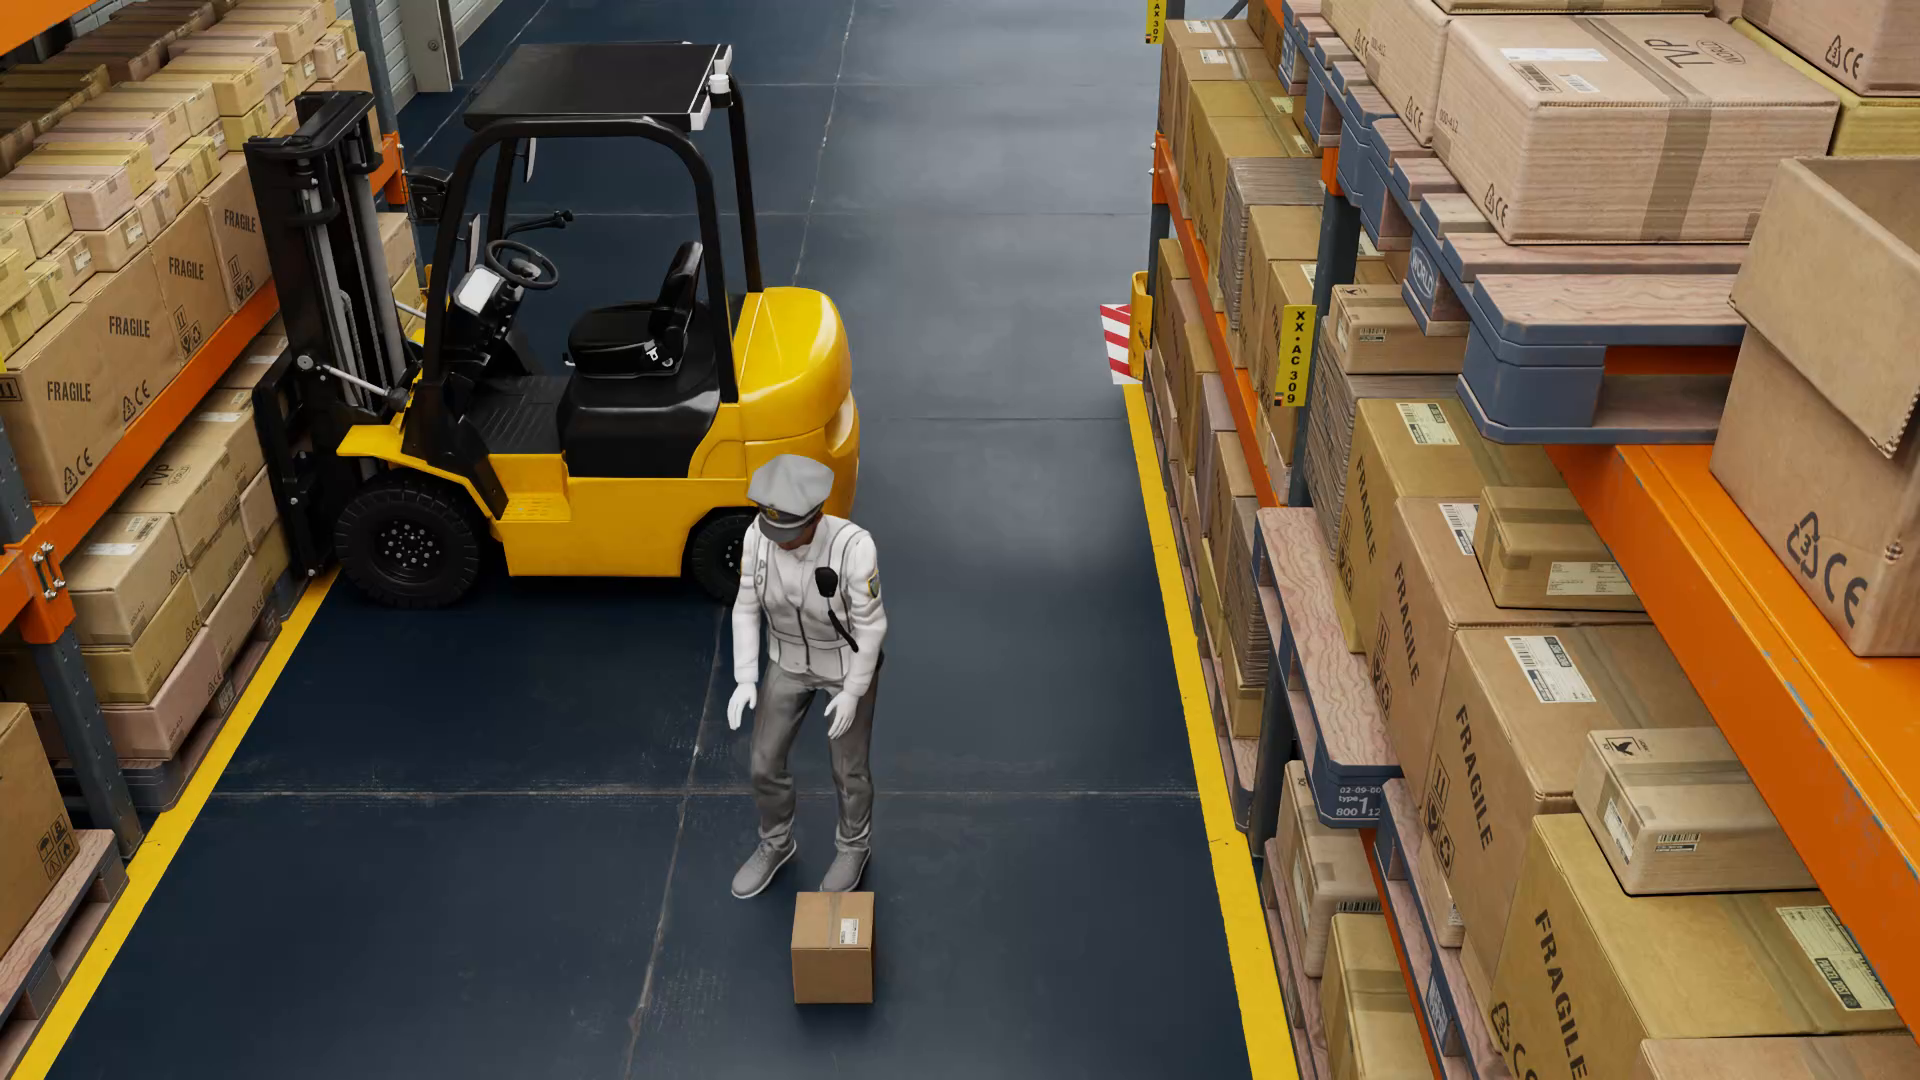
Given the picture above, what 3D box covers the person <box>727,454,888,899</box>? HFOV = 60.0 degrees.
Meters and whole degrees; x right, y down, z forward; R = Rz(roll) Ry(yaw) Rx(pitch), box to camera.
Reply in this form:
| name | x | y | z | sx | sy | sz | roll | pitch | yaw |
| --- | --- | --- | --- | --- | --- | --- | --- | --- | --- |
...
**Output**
| name | x | y | z | sx | sy | sz | roll | pitch | yaw |
| --- | --- | --- | --- | --- | --- | --- | --- | --- | --- |
| person | -0.501 | 0.475 | 5.363 | 0.537 | 1.681 | 0.518 | 9 | 33 | 14 |
